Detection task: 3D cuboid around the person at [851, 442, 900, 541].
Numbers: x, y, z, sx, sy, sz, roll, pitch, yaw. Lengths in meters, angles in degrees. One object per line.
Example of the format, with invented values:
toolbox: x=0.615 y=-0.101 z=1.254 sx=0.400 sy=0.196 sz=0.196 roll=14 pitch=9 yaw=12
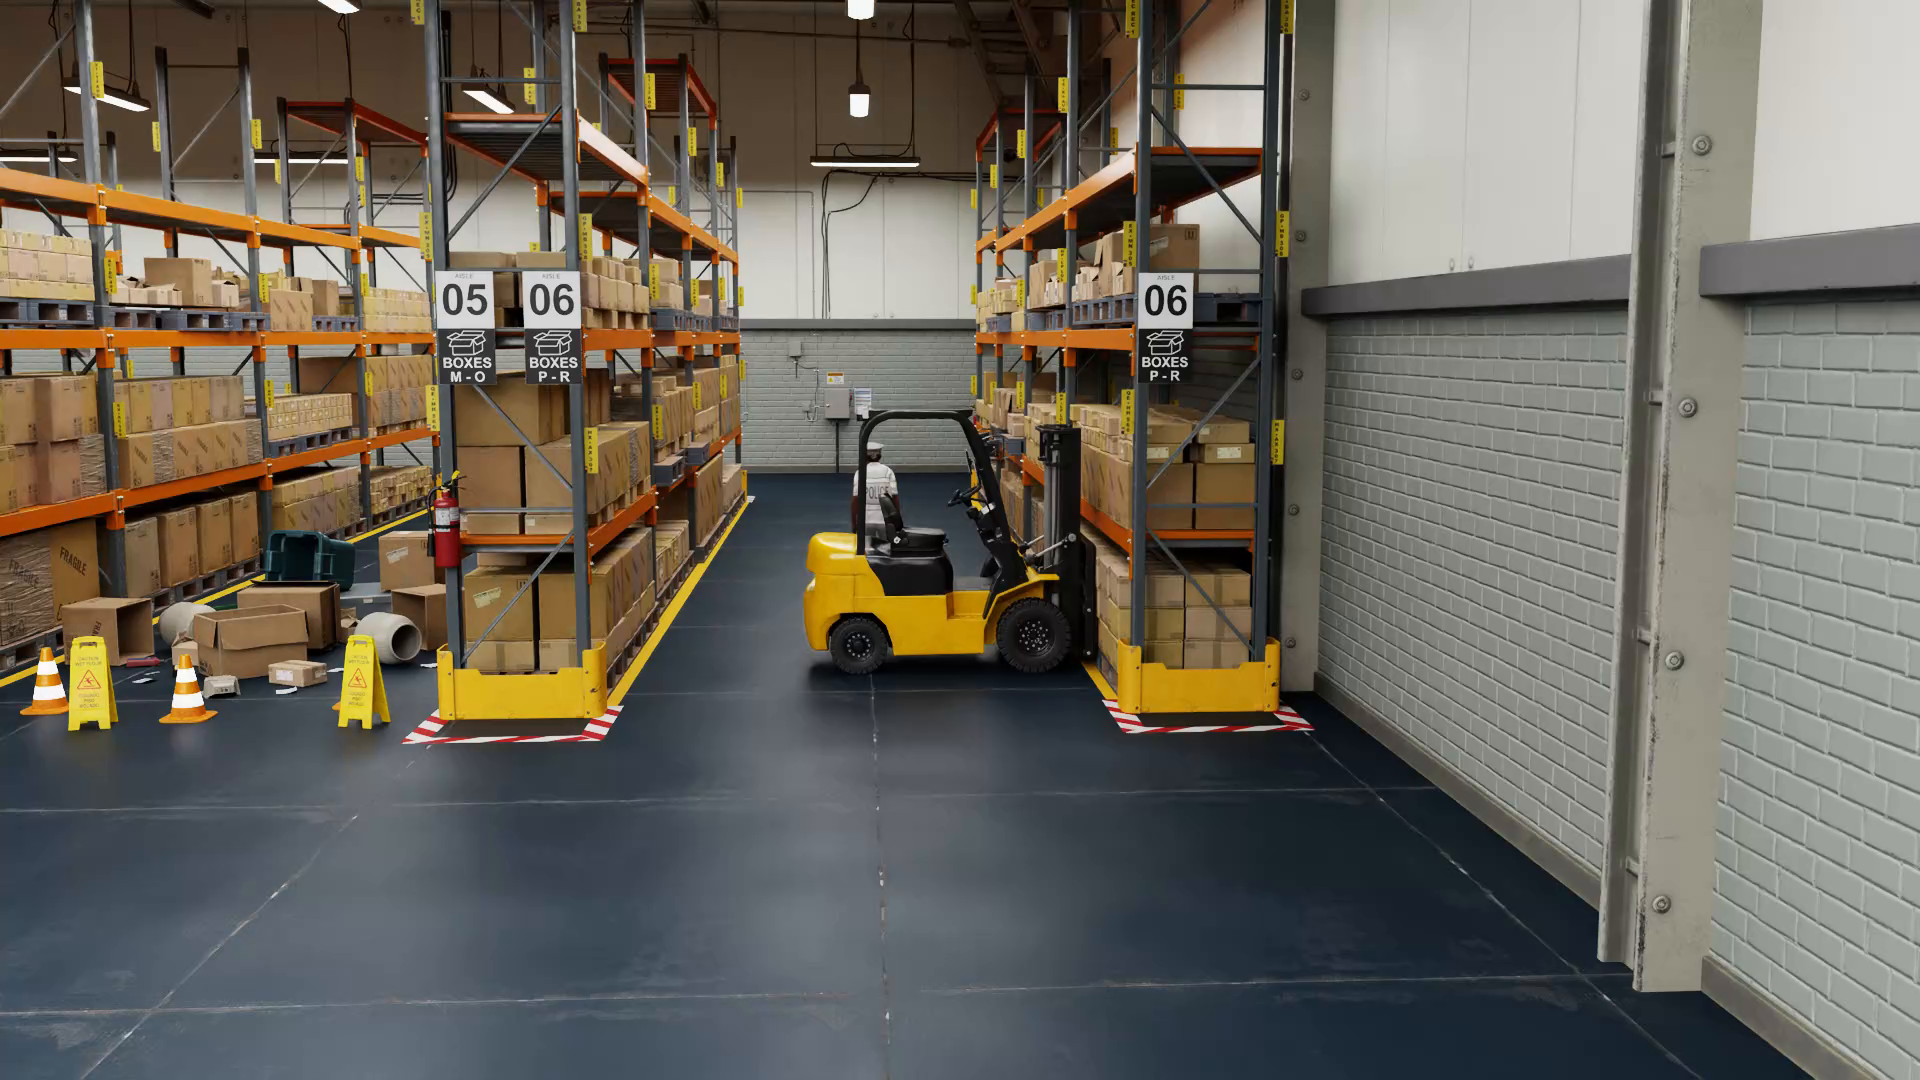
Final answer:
person: x=-0.857 y=-0.169 z=17.127 sx=0.532 sy=1.662 sz=0.424 roll=-1 pitch=7 yaw=-7
